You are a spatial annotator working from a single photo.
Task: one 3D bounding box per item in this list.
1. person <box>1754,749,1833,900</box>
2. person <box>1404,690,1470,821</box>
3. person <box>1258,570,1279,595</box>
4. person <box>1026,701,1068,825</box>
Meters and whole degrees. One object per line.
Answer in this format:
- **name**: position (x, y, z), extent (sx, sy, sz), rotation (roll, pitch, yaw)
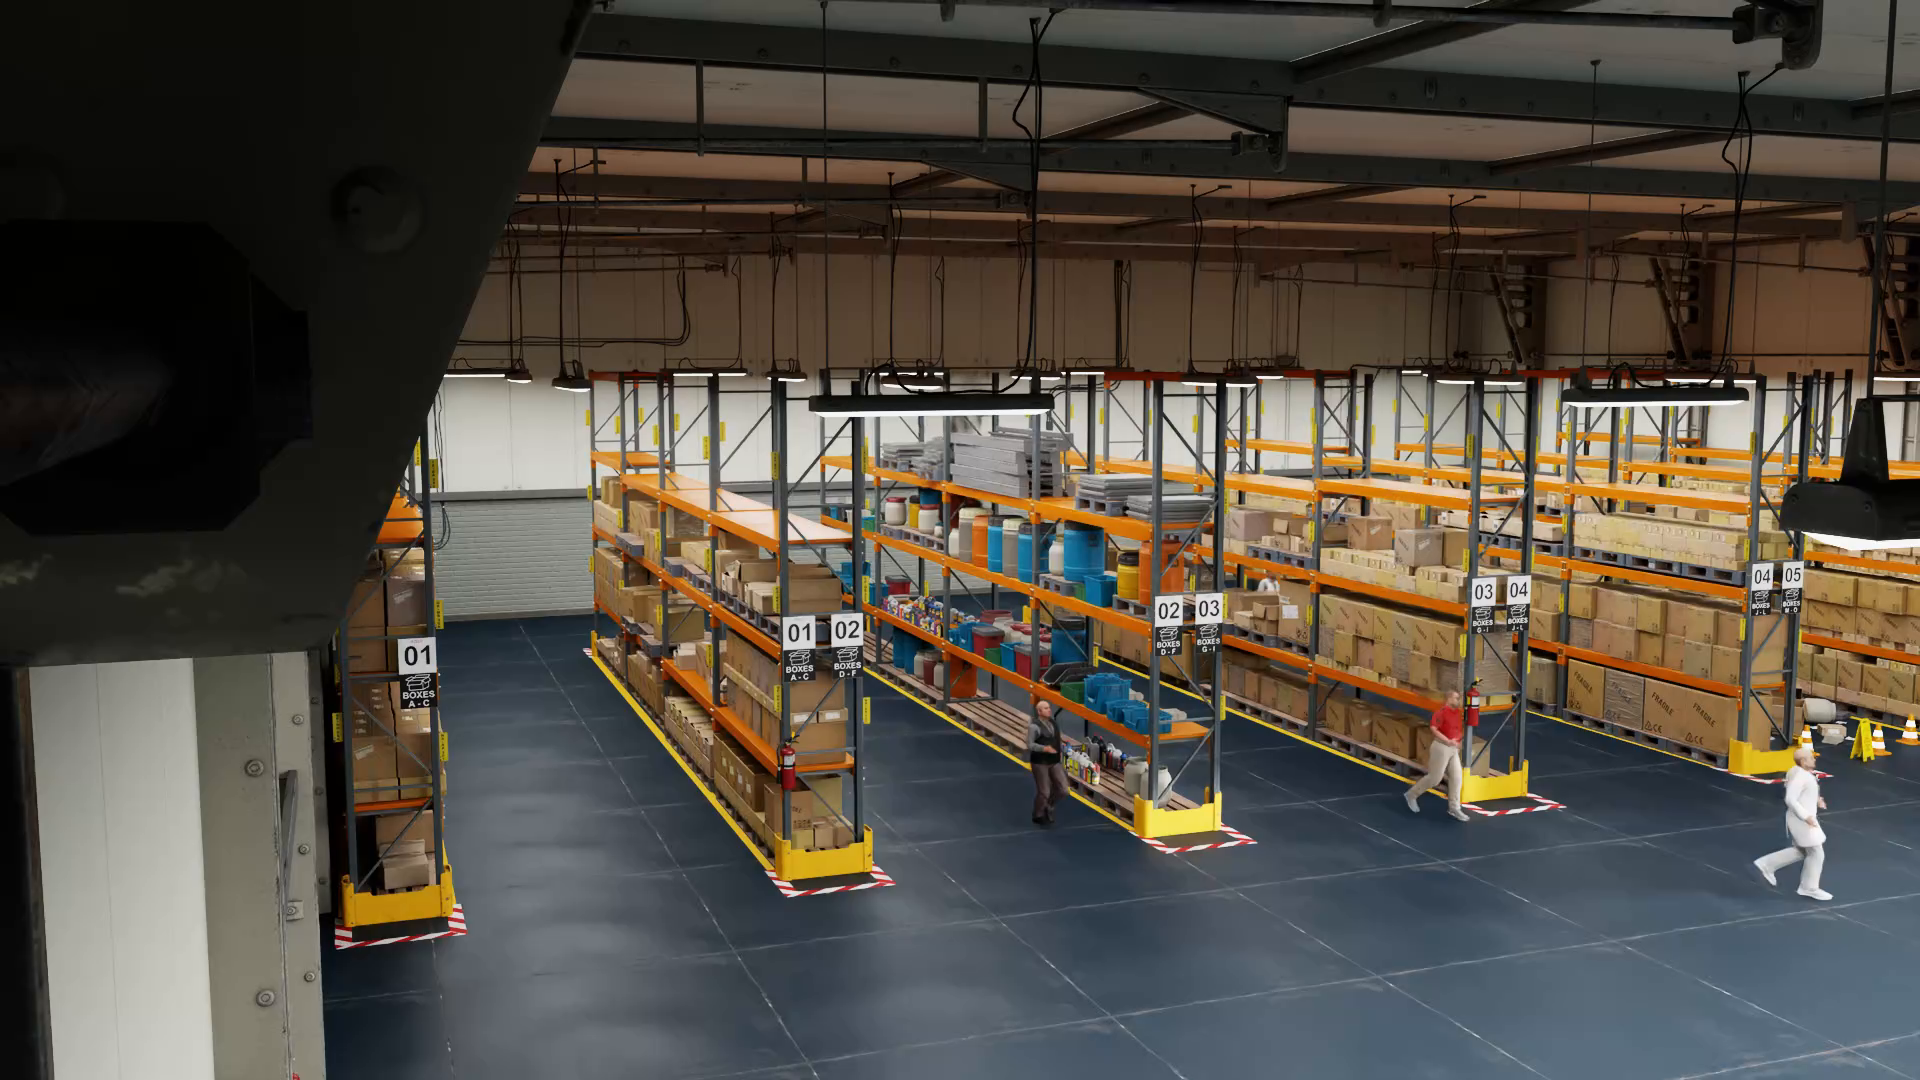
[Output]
- **person**: position (9.775, 3.300, 19.444), extent (0.858, 1.775, 0.704), rotation (2, 7, 16)
- **person**: position (6.690, 2.925, 22.915), extent (0.904, 1.729, 0.745), rotation (6, 9, 44)
- **person**: position (6.657, 1.432, 35.835), extent (0.674, 1.801, 0.893), rotation (-3, 7, -27)
- **person**: position (1.200, 3.003, 22.269), extent (0.646, 1.692, 0.610), rotation (-5, 8, -37)
